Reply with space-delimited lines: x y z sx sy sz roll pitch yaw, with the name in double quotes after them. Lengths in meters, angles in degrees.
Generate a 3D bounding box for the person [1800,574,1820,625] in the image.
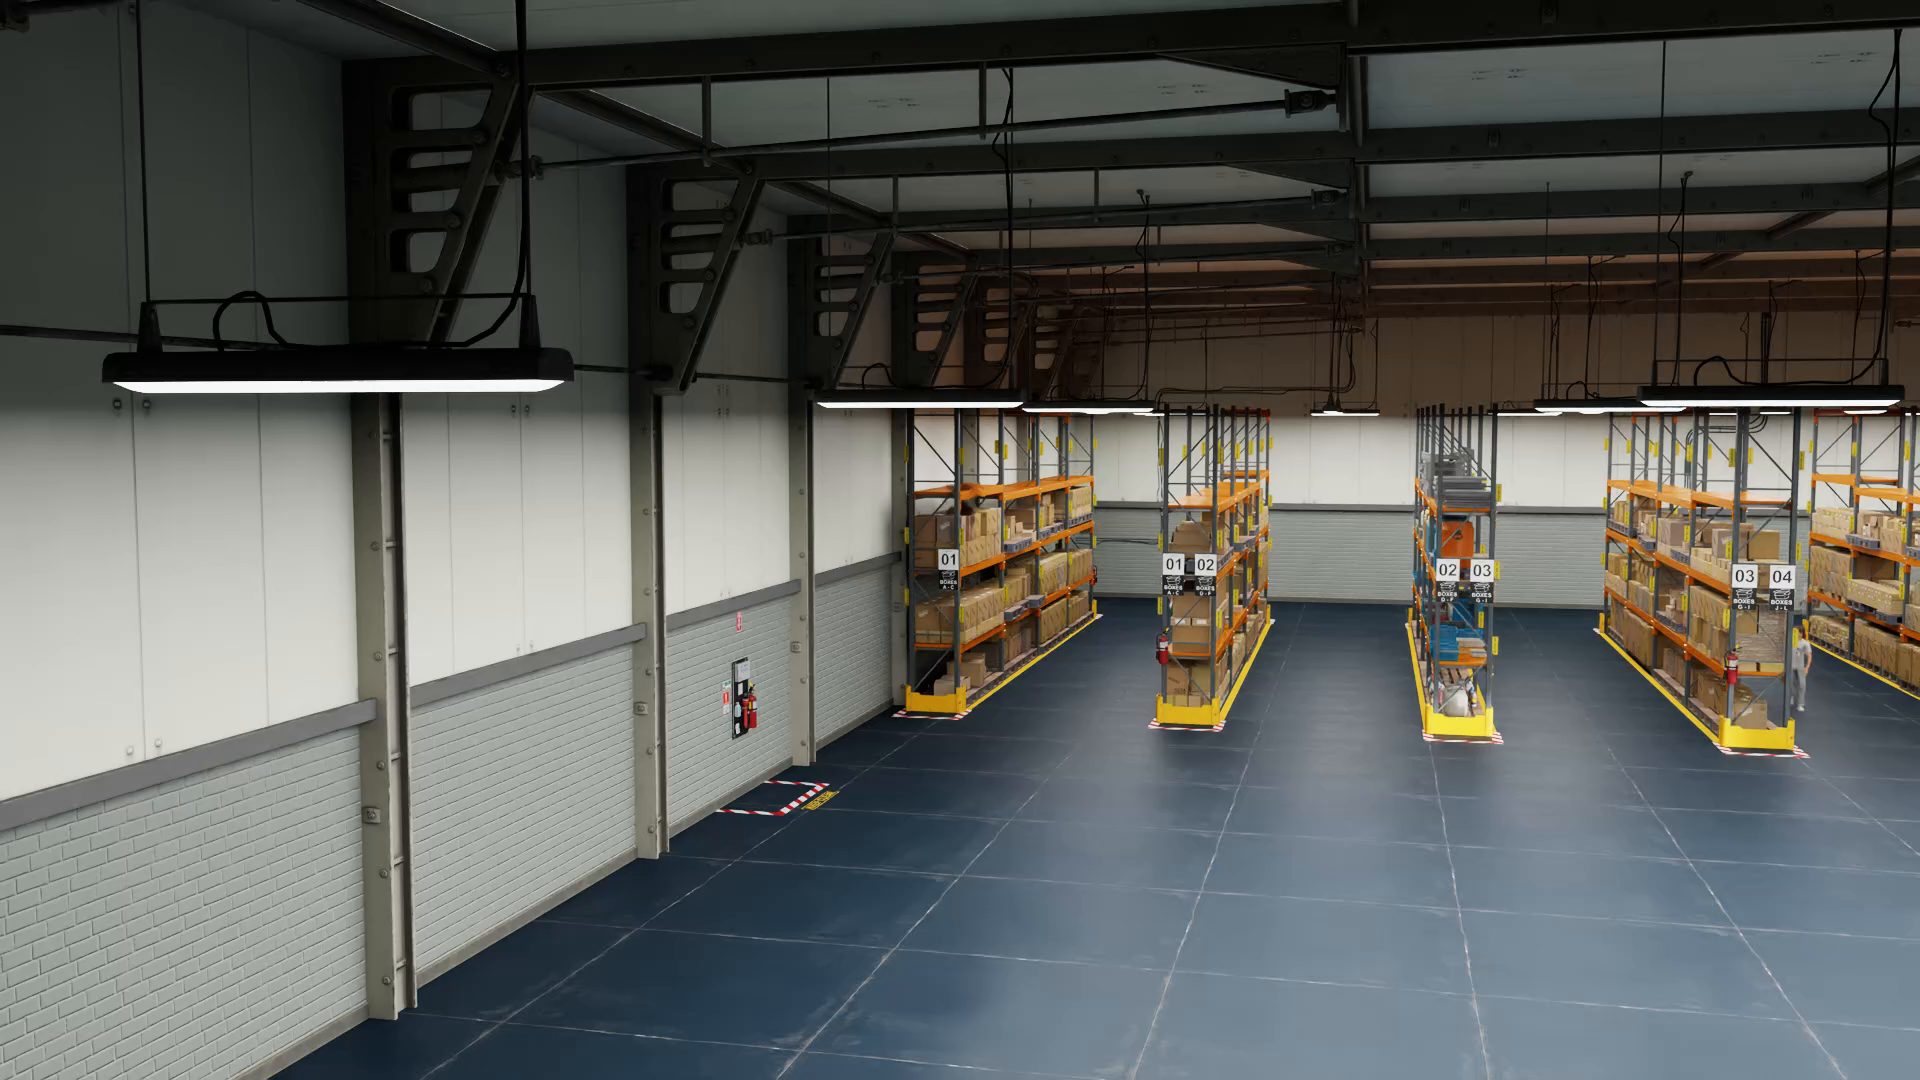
22.675 1.640 44.438 0.434 1.701 0.458 0 4 4 "person"

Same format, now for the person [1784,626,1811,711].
16.441 2.516 32.708 0.505 1.659 0.618 1 4 14 "person"

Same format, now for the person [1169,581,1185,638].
5.707 1.670 43.368 0.557 1.730 1.060 1 4 12 "person"
